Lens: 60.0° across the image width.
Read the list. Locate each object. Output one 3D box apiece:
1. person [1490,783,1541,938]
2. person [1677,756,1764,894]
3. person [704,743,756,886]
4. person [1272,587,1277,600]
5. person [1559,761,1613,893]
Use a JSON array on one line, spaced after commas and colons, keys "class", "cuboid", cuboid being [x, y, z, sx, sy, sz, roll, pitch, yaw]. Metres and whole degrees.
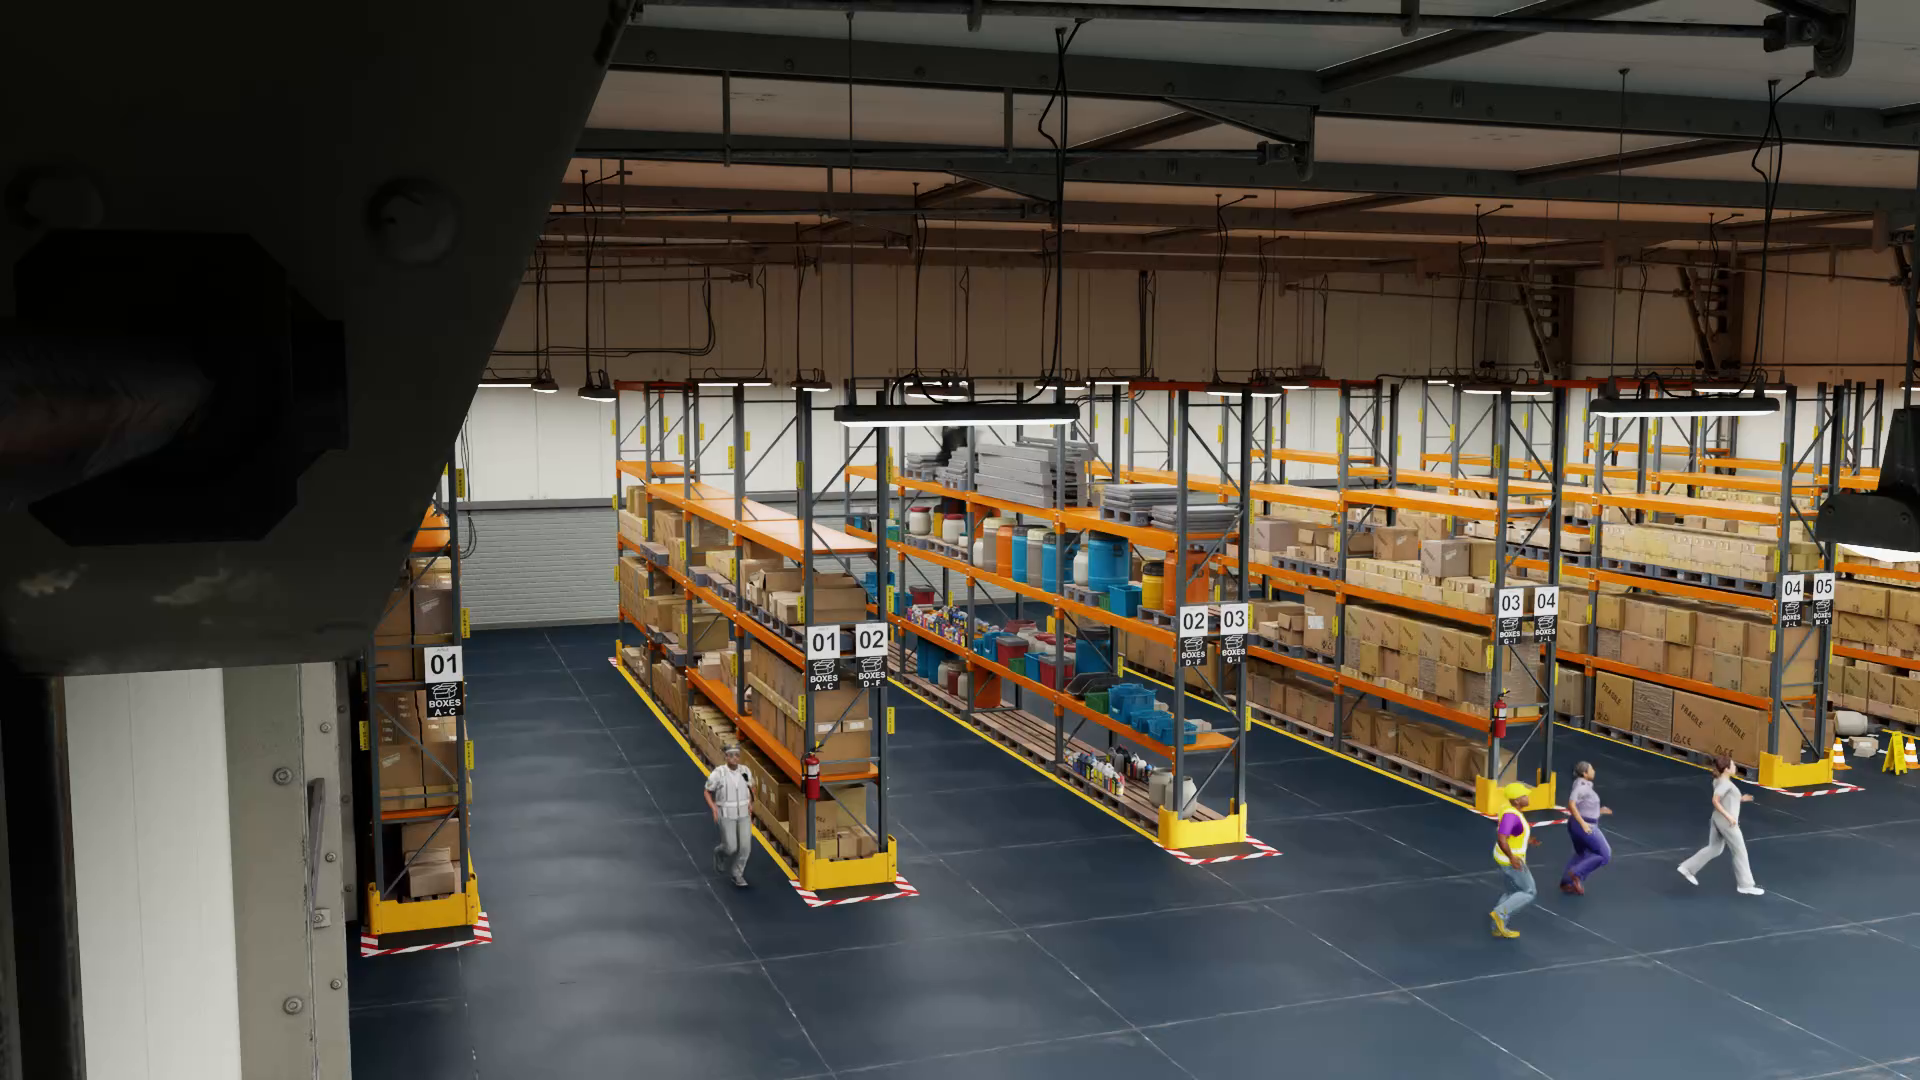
[{"class": "person", "cuboid": [6.141, 3.531, 18.368, 0.594, 1.729, 0.681, 1, 6, 5]}, {"class": "person", "cuboid": [9.105, 3.386, 19.825, 0.970, 1.646, 0.565, 1, 6, 6]}, {"class": "person", "cuboid": [-2.767, 3.326, 20.280, 0.653, 1.726, 0.577, -3, 7, -27]}, {"class": "person", "cuboid": [7.731, 1.162, 41.413, 0.542, 1.599, 0.628, 2, 6, 21]}, {"class": "person", "cuboid": [7.481, 3.433, 19.828, 0.583, 1.609, 0.592, 1, 6, 9]}]
